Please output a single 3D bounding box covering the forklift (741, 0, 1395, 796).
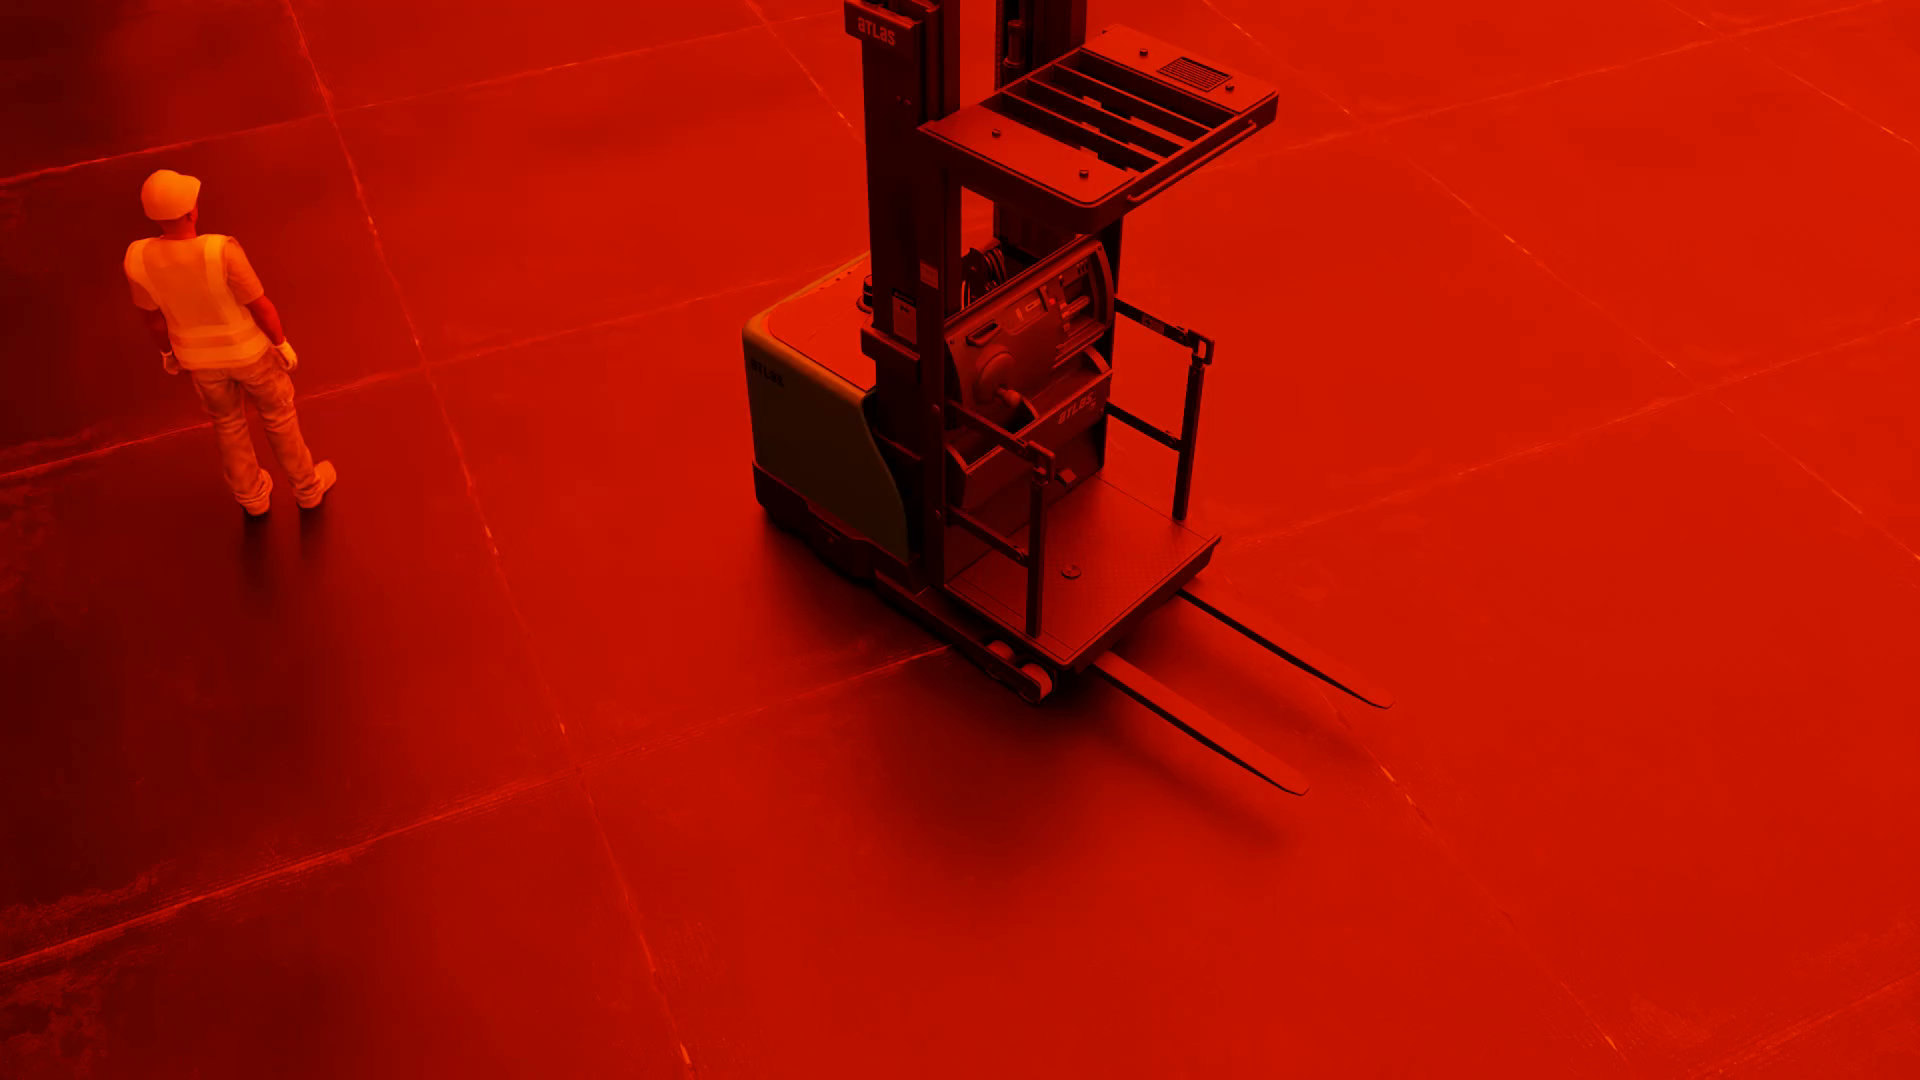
[{"bbox_3d":[0.445,-0.788,6.525,3.031,2.935,1.130,32,52,30],"label":"forklift"}]

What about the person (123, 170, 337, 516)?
[{"bbox_3d":[-3.278,-0.867,7.450,0.582,1.789,0.377,-3,43,-3],"label":"person"}]
